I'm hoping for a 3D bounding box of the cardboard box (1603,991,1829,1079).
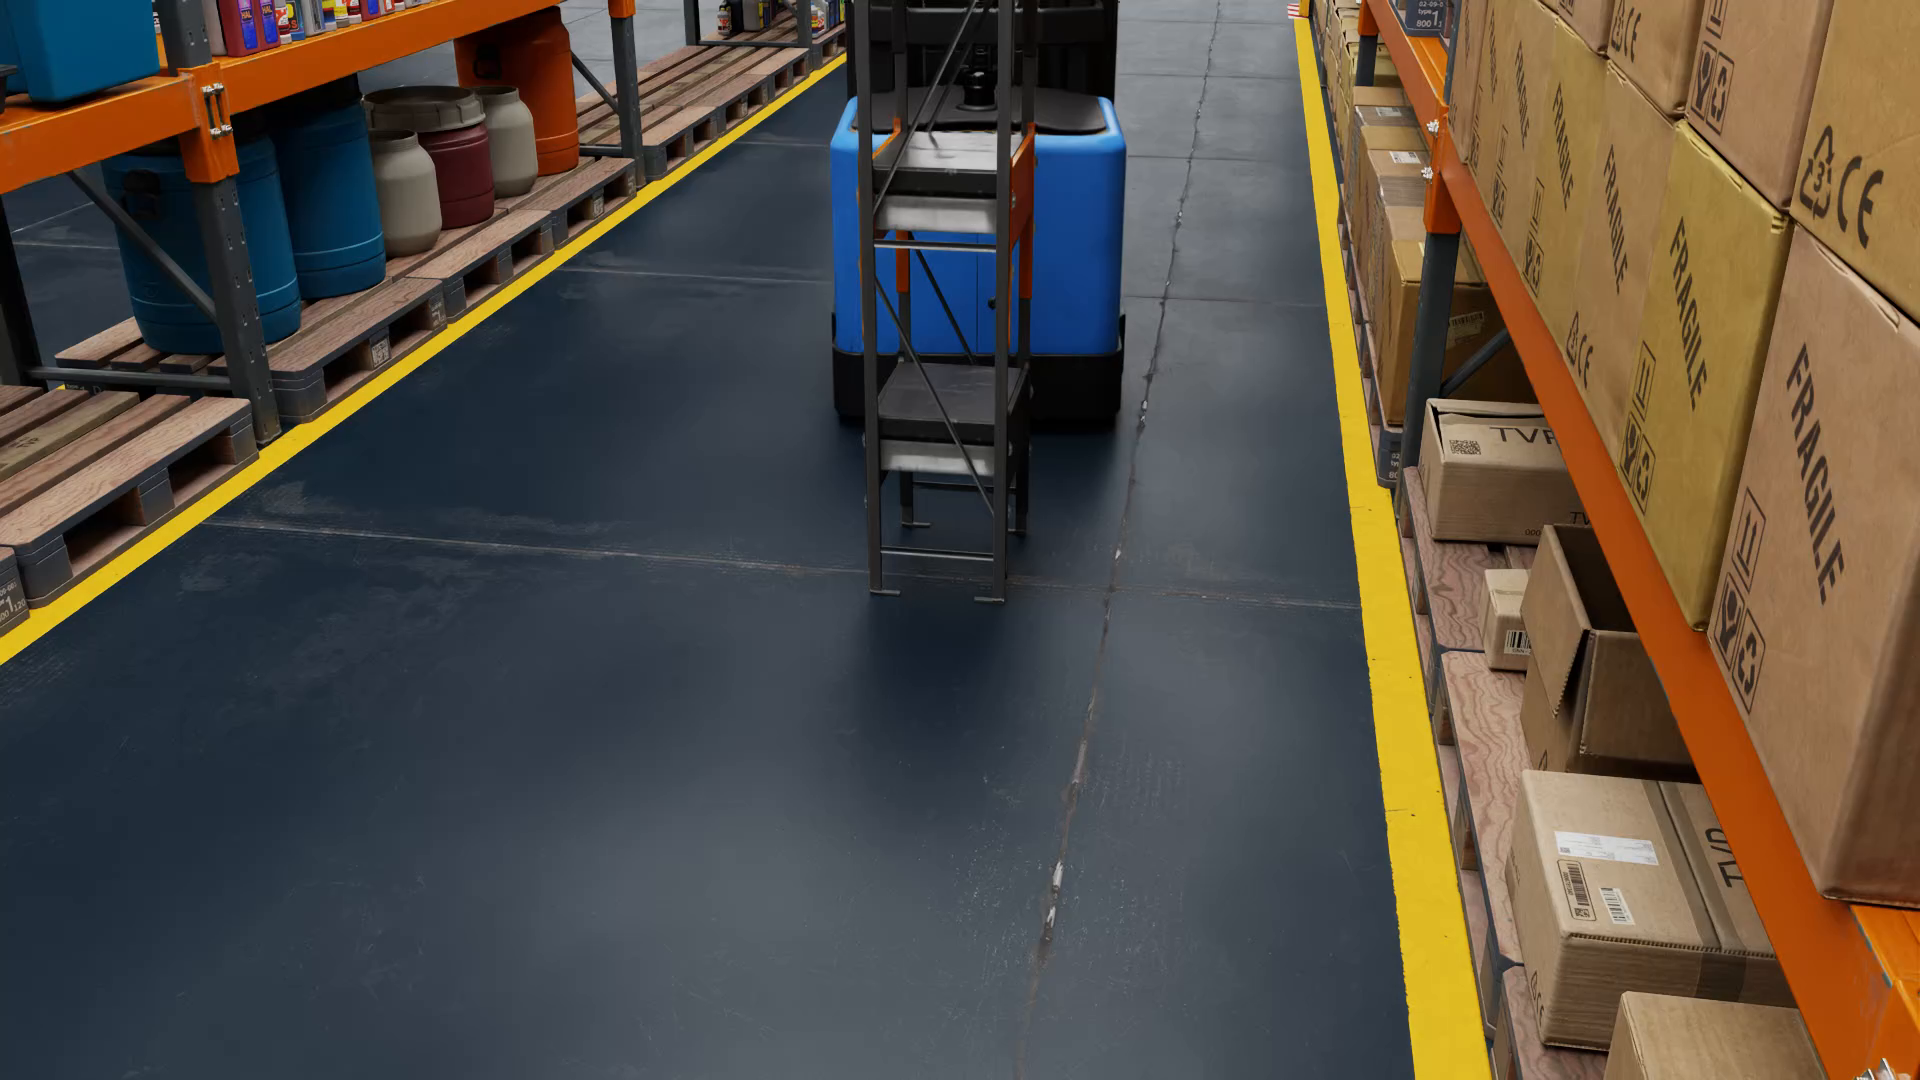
[{"bbox_3d":[1.103,0.955,2.101,0.500,0.500,0.500,4,25,9],"label":"cardboard box"}]

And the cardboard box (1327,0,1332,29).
[{"bbox_3d":[2.905,-3.796,11.907,0.500,0.311,0.500,4,25,9],"label":"cardboard box"}]

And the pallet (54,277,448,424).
[{"bbox_3d":[-2.808,-0.808,6.727,1.003,0.211,1.213,4,25,9],"label":"pallet"}]

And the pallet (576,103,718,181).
[{"bbox_3d":[-2.157,-2.482,10.305,1.003,0.211,1.213,4,25,9],"label":"pallet"}]

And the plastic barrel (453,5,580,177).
[{"bbox_3d":[-2.385,-2.426,8.958,0.600,0.830,0.708,4,25,9],"label":"plastic barrel"}]

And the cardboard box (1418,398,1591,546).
[{"bbox_3d":[1.629,-0.227,4.850,0.500,0.311,0.500,4,25,9],"label":"cardboard box"}]

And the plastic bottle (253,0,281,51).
[{"bbox_3d":[-2.473,-1.878,5.861,0.061,0.283,0.133,4,25,9],"label":"plastic bottle"}]

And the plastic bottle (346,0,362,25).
[{"bbox_3d":[-2.386,-2.109,6.453,0.097,0.201,0.097,0,25,0],"label":"plastic bottle"}]

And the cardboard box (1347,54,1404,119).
[{"bbox_3d":[2.407,-2.514,9.170,0.500,0.311,0.500,5,25,10],"label":"cardboard box"}]

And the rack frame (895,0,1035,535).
[{"bbox_3d":[0.013,-0.984,4.875,0.400,2.100,0.015,4,25,9],"label":"rack frame"}]

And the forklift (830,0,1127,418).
[{"bbox_3d":[0.090,-2.347,6.806,1.130,2.935,3.031,0,25,1],"label":"forklift"}]

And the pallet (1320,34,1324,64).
[{"bbox_3d":[3.390,-3.819,13.160,1.003,0.211,1.213,4,25,9],"label":"pallet"}]

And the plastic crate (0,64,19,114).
[{"bbox_3d":[-2.893,-1.167,4.459,0.437,0.125,0.590,4,25,9],"label":"plastic crate"}]

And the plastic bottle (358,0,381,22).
[{"bbox_3d":[-2.349,-2.194,6.536,0.061,0.283,0.133,4,25,9],"label":"plastic bottle"}]

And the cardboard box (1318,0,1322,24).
[{"bbox_3d":[3.318,-4.534,14.146,0.500,0.250,0.500,4,25,9],"label":"cardboard box"}]

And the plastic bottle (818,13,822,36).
[{"bbox_3d":[-1.167,-4.174,13.412,0.097,0.201,0.097,0,25,0],"label":"plastic bottle"}]

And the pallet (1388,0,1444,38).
[{"bbox_3d":[2.251,-2.179,6.593,1.003,0.211,1.213,4,25,9],"label":"pallet"}]

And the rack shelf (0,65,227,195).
[{"bbox_3d":[-3.302,-0.589,3.818,1.077,0.370,4.000,4,25,9],"label":"rack shelf"}]

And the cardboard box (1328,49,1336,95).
[{"bbox_3d":[2.741,-3.115,11.115,0.500,0.250,0.500,3,25,7],"label":"cardboard box"}]

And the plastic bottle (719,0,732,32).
[{"bbox_3d":[-1.915,-4.290,13.562,0.061,0.283,0.133,5,26,11],"label":"plastic bottle"}]

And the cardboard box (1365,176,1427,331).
[{"bbox_3d":[1.880,-1.116,6.525,0.500,0.500,0.500,4,25,9],"label":"cardboard box"}]

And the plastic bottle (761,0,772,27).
[{"bbox_3d":[-1.665,-4.433,13.875,0.152,0.276,0.135,4,25,9],"label":"plastic bottle"}]

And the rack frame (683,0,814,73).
[{"bbox_3d":[-1.668,-5.097,12.601,1.000,3.000,0.127,4,25,9],"label":"rack frame"}]

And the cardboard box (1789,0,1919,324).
[{"bbox_3d":[1.059,-0.437,1.348,0.500,0.500,0.500,4,25,8],"label":"cardboard box"}]

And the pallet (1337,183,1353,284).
[{"bbox_3d":[2.405,-1.507,8.220,1.003,0.211,1.213,4,25,9],"label":"pallet"}]

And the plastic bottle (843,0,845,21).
[{"bbox_3d":[-1.026,-4.533,14.179,0.097,0.201,0.097,0,25,0],"label":"plastic bottle"}]

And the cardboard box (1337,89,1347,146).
[{"bbox_3d":[2.491,-2.477,9.752,0.500,0.250,0.500,4,25,8],"label":"cardboard box"}]

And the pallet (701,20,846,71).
[{"bbox_3d":[-1.517,-4.112,13.786,1.003,0.211,1.213,4,25,9],"label":"pallet"}]

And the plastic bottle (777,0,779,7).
[{"bbox_3d":[-1.673,-4.909,14.884,0.061,0.283,0.133,4,25,9],"label":"plastic bottle"}]

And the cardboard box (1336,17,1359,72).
[{"bbox_3d":[2.655,-3.153,10.533,0.500,0.311,0.500,5,25,10],"label":"cardboard box"}]

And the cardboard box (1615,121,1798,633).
[{"bbox_3d":[1.143,-0.202,2.026,0.500,0.500,0.500,4,25,9],"label":"cardboard box"}]

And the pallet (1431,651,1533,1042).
[{"bbox_3d":[1.601,0.656,3.601,1.003,0.211,1.213,4,25,9],"label":"pallet"}]

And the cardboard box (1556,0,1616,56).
[{"bbox_3d":[1.304,-1.080,2.722,0.500,0.500,0.500,5,26,10],"label":"cardboard box"}]

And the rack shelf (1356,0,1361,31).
[{"bbox_3d":[2.891,-3.590,10.230,1.077,0.370,4.000,4,25,9],"label":"rack shelf"}]

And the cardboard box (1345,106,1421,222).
[{"bbox_3d":[2.128,-1.757,7.894,0.500,0.500,0.500,3,25,7],"label":"cardboard box"}]

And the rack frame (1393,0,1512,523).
[{"bbox_3d":[1.911,-1.406,4.716,1.000,3.000,0.127,4,25,9],"label":"rack frame"}]

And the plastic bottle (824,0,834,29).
[{"bbox_3d":[-1.127,-4.405,13.729,0.144,0.351,0.185,5,25,10],"label":"plastic bottle"}]

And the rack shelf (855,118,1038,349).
[{"bbox_3d":[-0.027,-0.869,4.663,0.431,0.518,0.480,4,25,9],"label":"rack shelf"}]

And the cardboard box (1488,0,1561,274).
[{"bbox_3d":[1.394,-0.834,3.375,0.500,0.500,0.500,4,25,8],"label":"cardboard box"}]

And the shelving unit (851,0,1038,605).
[{"bbox_3d":[-0.027,-0.882,4.657,0.431,2.100,0.503,4,25,9],"label":"shelving unit"}]

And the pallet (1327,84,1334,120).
[{"bbox_3d":[3.136,-3.179,11.792,1.003,0.211,1.213,4,25,9],"label":"pallet"}]

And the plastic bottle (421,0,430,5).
[{"bbox_3d":[-2.289,-2.391,6.971,0.097,0.271,0.097,0,25,0],"label":"plastic bottle"}]

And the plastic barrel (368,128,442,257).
[{"bbox_3d":[-2.573,-1.567,7.499,0.421,0.512,0.421,0,25,0],"label":"plastic barrel"}]

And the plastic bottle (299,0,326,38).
[{"bbox_3d":[-2.464,-2.015,6.163,0.152,0.276,0.135,4,25,9],"label":"plastic bottle"}]

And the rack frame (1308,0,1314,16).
[{"bbox_3d":[3.872,-6.425,15.439,1.000,3.000,0.127,4,25,9],"label":"rack frame"}]
